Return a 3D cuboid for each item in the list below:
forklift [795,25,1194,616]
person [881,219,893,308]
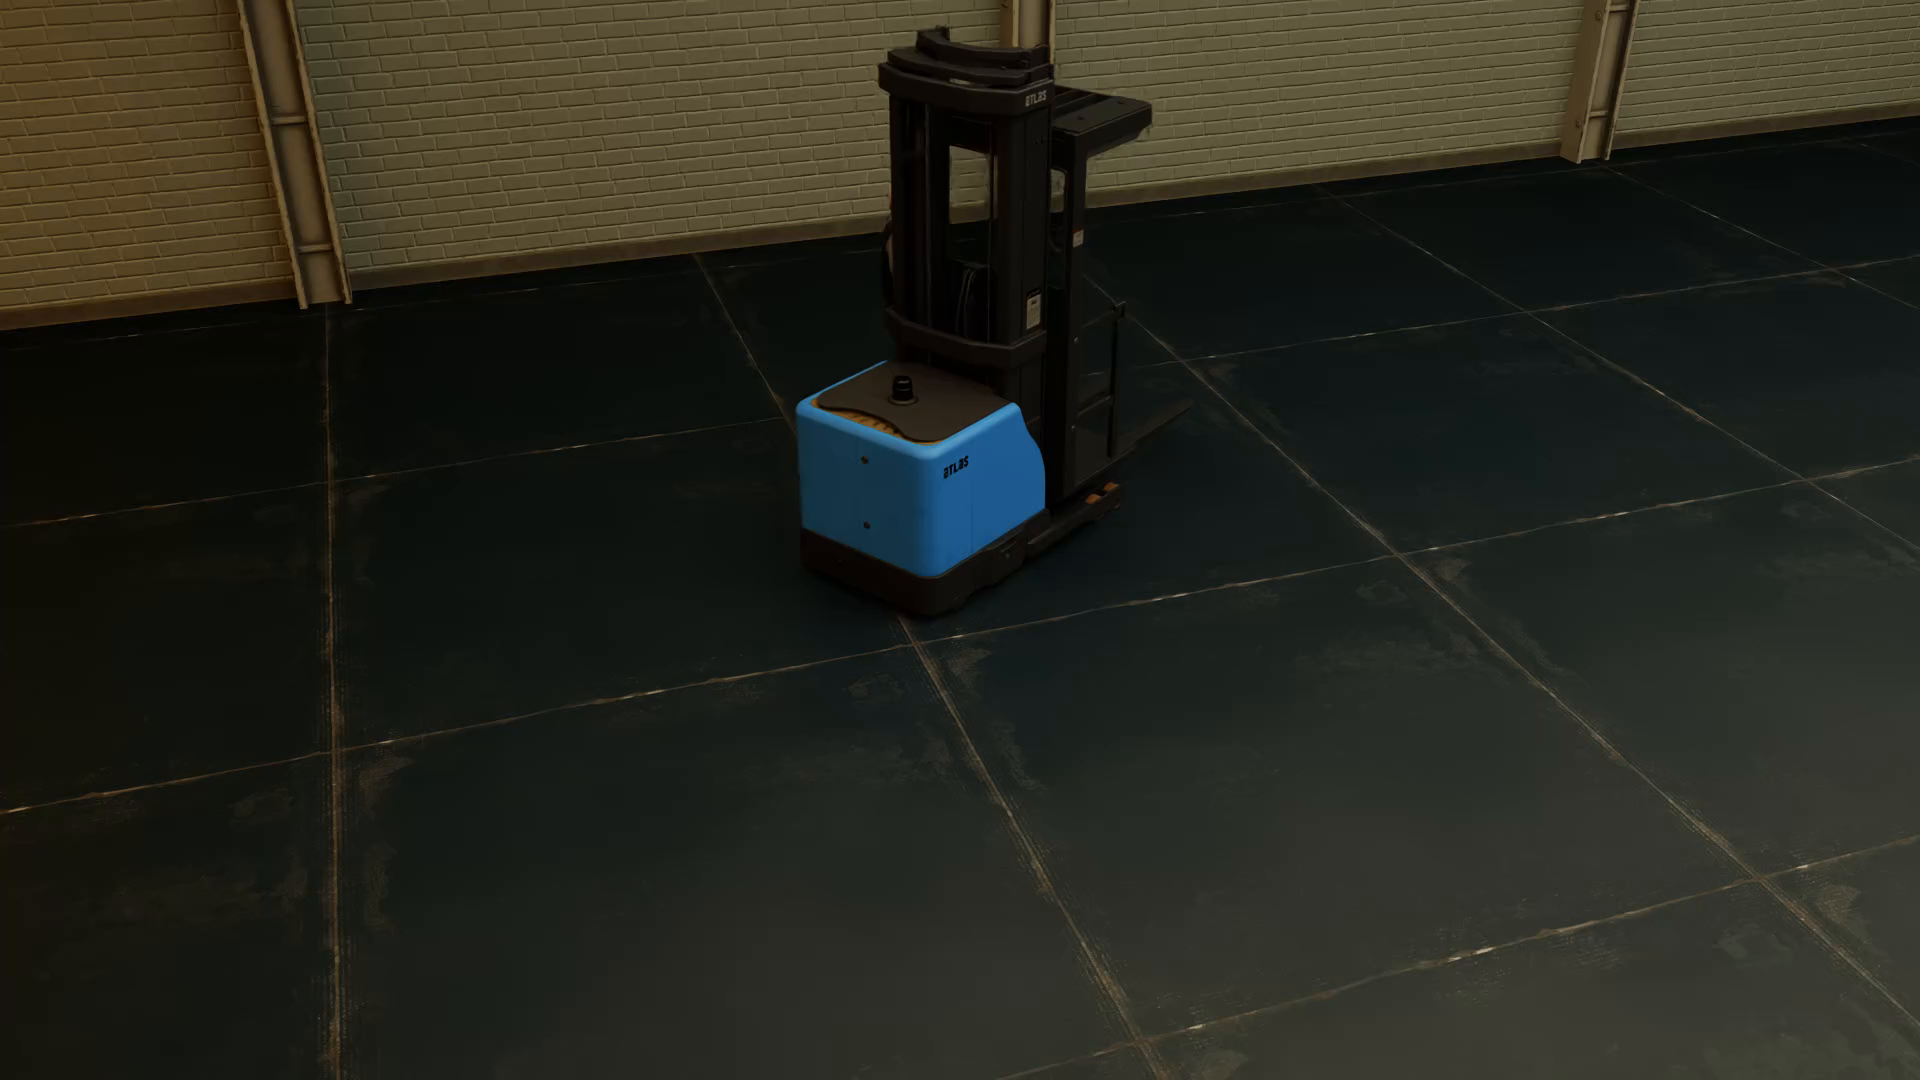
[{"bbox_3d":[0.378,-1.523,9.735,1.130,2.935,3.031,22,36,33],"label":"forklift"},{"bbox_3d":[-0.232,-1.503,10.915,0.559,1.721,0.656,-2,30,-4],"label":"person"}]
